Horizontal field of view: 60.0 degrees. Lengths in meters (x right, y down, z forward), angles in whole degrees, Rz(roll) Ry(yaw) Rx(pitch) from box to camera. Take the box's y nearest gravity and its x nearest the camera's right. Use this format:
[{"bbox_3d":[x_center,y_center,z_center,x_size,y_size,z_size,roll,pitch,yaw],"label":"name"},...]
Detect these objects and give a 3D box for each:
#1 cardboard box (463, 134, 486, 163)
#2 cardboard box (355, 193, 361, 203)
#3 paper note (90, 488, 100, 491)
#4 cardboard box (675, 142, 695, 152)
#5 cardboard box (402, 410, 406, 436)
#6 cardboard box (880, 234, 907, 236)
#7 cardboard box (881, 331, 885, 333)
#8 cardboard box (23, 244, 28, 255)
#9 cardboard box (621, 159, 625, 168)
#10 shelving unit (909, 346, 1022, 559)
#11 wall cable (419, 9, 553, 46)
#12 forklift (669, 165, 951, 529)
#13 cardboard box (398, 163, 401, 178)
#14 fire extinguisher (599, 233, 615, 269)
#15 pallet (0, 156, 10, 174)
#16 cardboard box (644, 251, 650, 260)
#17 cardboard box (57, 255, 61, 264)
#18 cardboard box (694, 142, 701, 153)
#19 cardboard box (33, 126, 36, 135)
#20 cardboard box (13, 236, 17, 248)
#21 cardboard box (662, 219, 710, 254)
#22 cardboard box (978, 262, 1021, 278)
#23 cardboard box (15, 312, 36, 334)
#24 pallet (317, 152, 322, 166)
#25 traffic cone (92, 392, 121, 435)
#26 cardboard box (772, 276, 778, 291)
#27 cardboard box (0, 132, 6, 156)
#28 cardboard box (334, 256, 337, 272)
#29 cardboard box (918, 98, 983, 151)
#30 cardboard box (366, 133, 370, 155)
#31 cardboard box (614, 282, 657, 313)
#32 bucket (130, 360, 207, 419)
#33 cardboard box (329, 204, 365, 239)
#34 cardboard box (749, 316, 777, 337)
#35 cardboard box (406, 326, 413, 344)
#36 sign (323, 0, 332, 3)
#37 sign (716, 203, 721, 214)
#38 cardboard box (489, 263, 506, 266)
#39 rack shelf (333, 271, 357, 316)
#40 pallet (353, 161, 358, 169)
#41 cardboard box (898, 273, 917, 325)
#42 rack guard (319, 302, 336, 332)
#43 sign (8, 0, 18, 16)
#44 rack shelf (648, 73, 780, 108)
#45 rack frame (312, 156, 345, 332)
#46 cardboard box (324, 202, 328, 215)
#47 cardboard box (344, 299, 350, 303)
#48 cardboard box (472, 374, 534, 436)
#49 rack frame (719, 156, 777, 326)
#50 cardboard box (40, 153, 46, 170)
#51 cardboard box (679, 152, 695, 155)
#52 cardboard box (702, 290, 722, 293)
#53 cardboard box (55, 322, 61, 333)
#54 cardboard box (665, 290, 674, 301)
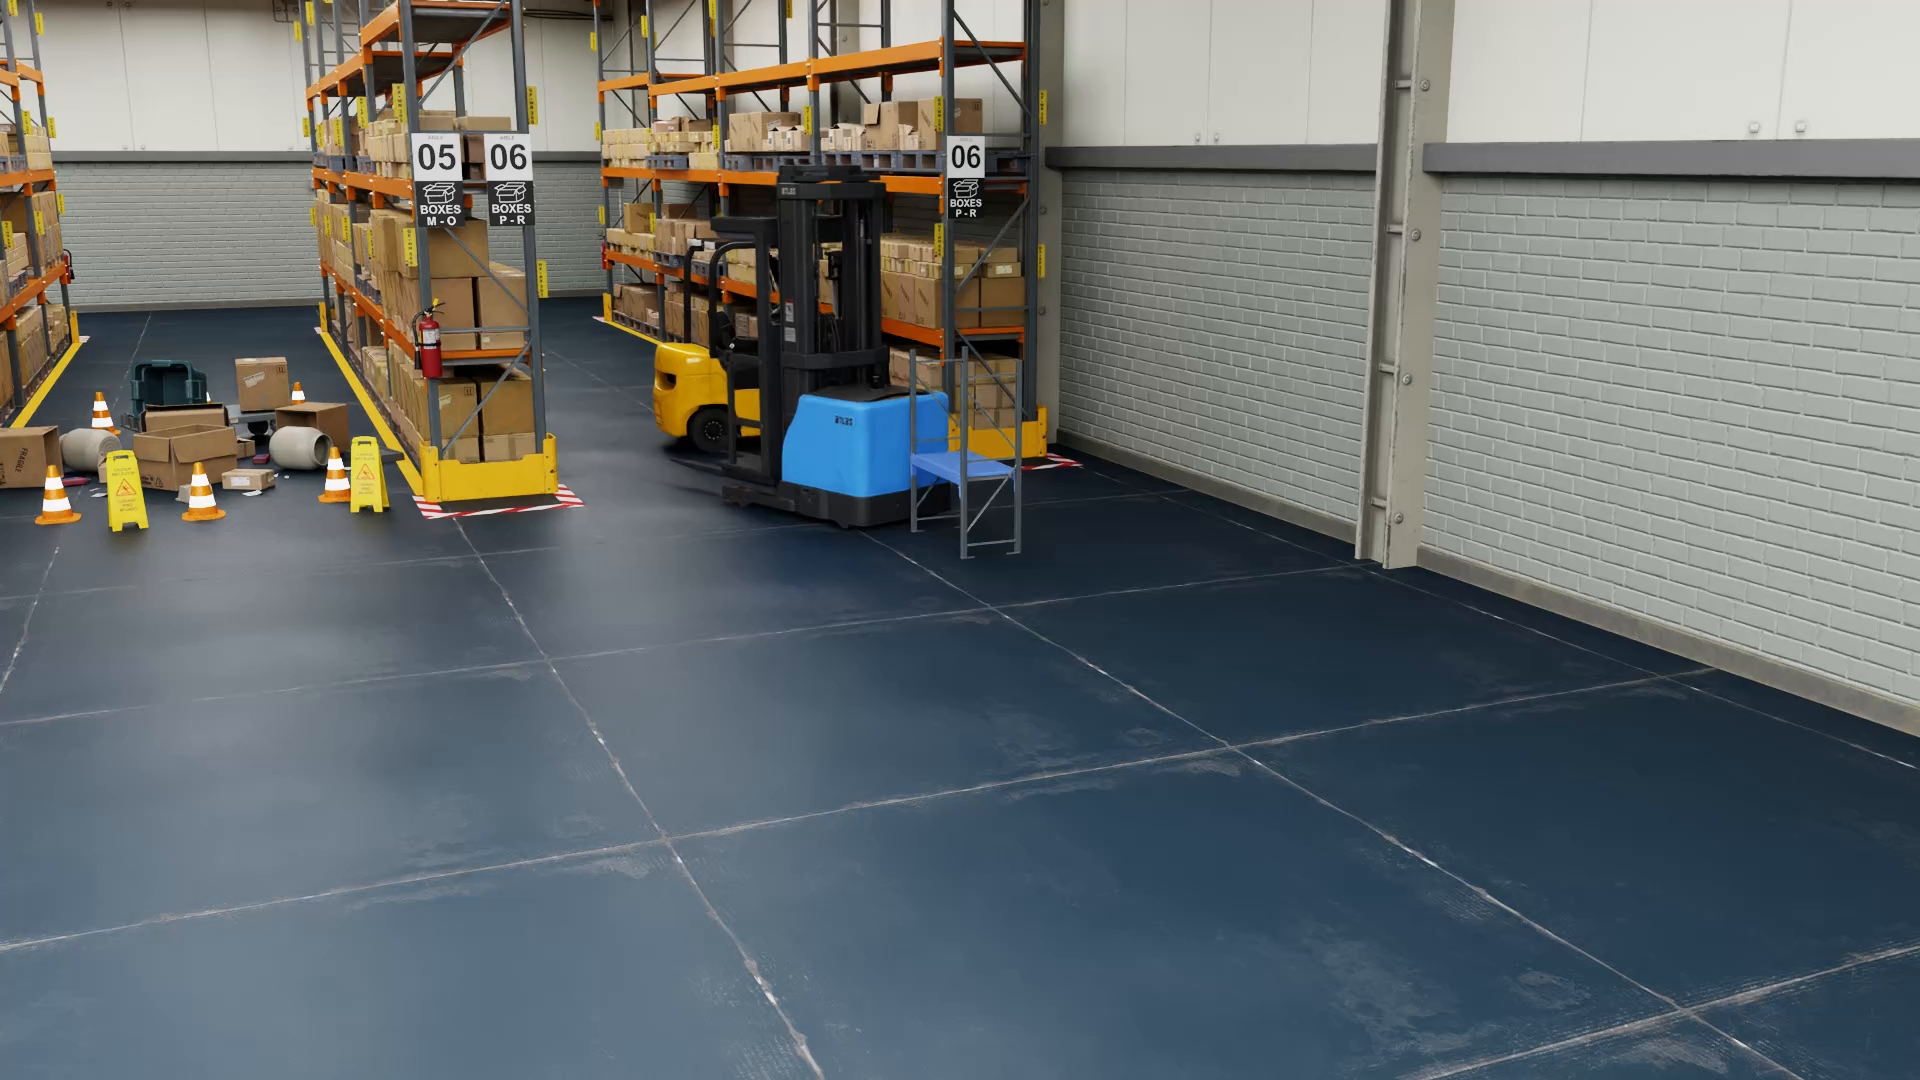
[{"bbox_3d":[-4.203,-3.525,14.969,0.500,0.250,0.500,-6,14,-24],"label":"cardboard box"},{"bbox_3d":[-9.474,-5.294,25.714,0.380,0.149,0.250,-5,14,-22],"label":"cardboard box"},{"bbox_3d":[-7.994,-0.466,15.361,0.032,0.001,0.123,1,13,6],"label":"paper note"},{"bbox_3d":[-4.112,-5.972,25.270,0.380,0.149,0.250,-5,14,-22],"label":"cardboard box"},{"bbox_3d":[-5.420,-1.190,17.027,0.500,0.250,0.500,-6,14,-24],"label":"cardboard box"},{"bbox_3d":[-0.834,-3.555,19.757,0.380,0.149,0.250,-6,14,-24],"label":"cardboard box"},{"bbox_3d":[-0.927,-2.407,20.068,0.500,0.250,0.500,-5,14,-22],"label":"cardboard box"},{"bbox_3d":[-13.207,-4.038,23.130,0.380,0.149,0.250,-5,14,-21],"label":"cardboard box"},{"bbox_3d":[-5.669,-6.545,28.902,0.380,0.149,0.250,-6,14,-23],"label":"cardboard box"},{"bbox_3d":[0.034,-0.713,13.125,0.538,1.500,1.048,-6,14,-23],"label":"shelving unit"},{"bbox_3d":[-9.934,-9.571,34.685,2.988,3.039,0.133,-6,14,-23],"label":"wall cable"},{"bbox_3d":[-1.462,-1.785,14.583,1.130,2.935,3.031,-12,18,-42],"label":"forklift"},{"bbox_3d":[-5.132,-3.518,15.824,0.380,0.149,0.250,-6,14,-25],"label":"cardboard box"},{"bbox_3d":[-6.591,-5.388,30.995,0.296,0.674,0.183,-6,14,-23],"label":"fire extinguisher"},{"bbox_3d":[-11.639,-4.290,19.019,1.213,0.211,1.003,-5,14,-20],"label":"pallet"},{"bbox_3d":[-5.116,-4.816,28.084,0.380,0.149,0.250,-5,14,-22],"label":"cardboard box"},{"bbox_3d":[-14.760,-4.537,26.879,0.380,0.149,0.250,-6,14,-23],"label":"cardboard box"},{"bbox_3d":[-3.758,-5.868,24.868,0.380,0.149,0.250,-5,14,-21],"label":"cardboard box"},{"bbox_3d":[-14.151,-6.166,25.044,0.380,0.149,0.250,-6,14,-25],"label":"cardboard box"},{"bbox_3d":[-12.797,-3.968,22.166,0.380,0.149,0.250,-6,14,-25],"label":"cardboard box"},{"bbox_3d":[-4.310,-4.818,26.383,0.700,0.500,0.500,-5,14,-22],"label":"cardboard box"},{"bbox_3d":[0.403,-2.771,17.031,0.380,0.149,0.250,-6,14,-24],"label":"cardboard box"},{"bbox_3d":[-12.599,-2.881,22.114,0.500,0.250,0.500,-6,14,-25],"label":"cardboard box"},{"bbox_3d":[-9.856,-6.183,26.976,1.003,0.211,1.213,-6,14,-23],"label":"pallet"},{"bbox_3d":[-9.497,-1.400,18.392,0.336,0.463,0.334,-6,14,-23],"label":"traffic cone"},{"bbox_3d":[-2.120,-3.355,21.548,0.500,0.250,0.500,-6,14,-23],"label":"cardboard box"},{"bbox_3d":[-12.137,-4.803,20.598,0.500,0.500,0.500,-6,14,-23],"label":"cardboard box"},{"bbox_3d":[-9.118,-4.155,25.004,0.500,0.250,0.500,-6,14,-24],"label":"cardboard box"},{"bbox_3d":[-0.100,-4.146,16.603,0.500,0.500,0.500,-5,14,-21],"label":"cardboard box"},{"bbox_3d":[-6.616,-4.601,19.347,0.500,0.250,0.500,-5,14,-22],"label":"cardboard box"},{"bbox_3d":[-5.950,-4.472,30.645,0.797,0.503,0.637,-6,14,-25],"label":"cardboard box"},{"bbox_3d":[-8.176,-1.548,17.295,0.726,0.611,0.620,-1,3,-4],"label":"bucket"},{"bbox_3d":[-9.140,-4.762,24.854,0.500,0.500,0.500,-5,14,-22],"label":"cardboard box"},{"bbox_3d":[-2.398,-2.749,22.930,0.875,0.625,0.625,-5,14,-21],"label":"cardboard box"},{"bbox_3d":[-5.009,-1.947,15.687,0.380,0.149,0.250,-5,14,-22],"label":"cardboard box"},{"bbox_3d":[-7.957,-6.921,20.892,0.100,0.325,0.005,-6,14,-23],"label":"sign"},{"bbox_3d":[-3.999,-5.407,27.512,0.100,0.325,0.005,-6,14,-23],"label":"sign"},{"bbox_3d":[-4.808,-2.497,16.623,0.500,0.500,0.500,-6,14,-24],"label":"cardboard box"},{"bbox_3d":[-8.251,-3.579,23.778,1.077,0.370,4.000,-6,14,-23],"label":"rack shelf"},{"bbox_3d":[-8.640,-5.526,24.367,0.805,0.209,1.217,-6,14,-25],"label":"pallet"},{"bbox_3d":[-0.336,-2.548,17.503,0.500,0.500,0.500,-5,14,-21],"label":"cardboard box"},{"bbox_3d":[-10.665,-3.957,29.357,1.175,0.500,0.348,-6,14,-23],"label":"rack guard"},{"bbox_3d":[-13.042,-7.381,22.883,0.100,0.325,0.005,-6,14,-23],"label":"sign"},{"bbox_3d":[-3.705,-6.756,25.087,1.077,0.370,4.000,-6,14,-23],"label":"rack shelf"},{"bbox_3d":[-10.655,-5.169,29.053,1.000,3.000,0.127,-6,14,-23],"label":"rack frame"},{"bbox_3d":[-9.690,-5.057,26.128,0.500,0.500,0.500,-6,14,-24],"label":"cardboard box"},{"bbox_3d":[-9.925,-3.810,27.931,0.875,0.438,0.875,-5,14,-21],"label":"cardboard box"},{"bbox_3d":[-4.326,-1.291,15.798,0.500,0.500,0.500,-6,14,-25],"label":"cardboard box"},{"bbox_3d":[-2.904,-3.966,23.852,1.000,3.000,0.127,-6,14,-23],"label":"rack frame"},{"bbox_3d":[-14.097,-5.703,25.040,0.500,0.250,0.500,-5,14,-20],"label":"cardboard box"},{"bbox_3d":[-4.448,-6.456,27.631,0.500,0.250,0.500,-6,14,-24],"label":"cardboard box"},{"bbox_3d":[-3.984,-3.991,27.136,0.380,0.149,0.250,-6,14,-23],"label":"cardboard box"},{"bbox_3d":[-14.027,-3.257,25.521,0.380,0.149,0.250,-5,14,-22],"label":"cardboard box"},{"bbox_3d":[-4.606,-3.997,27.160,0.380,0.149,0.250,-5,14,-20],"label":"cardboard box"}]
